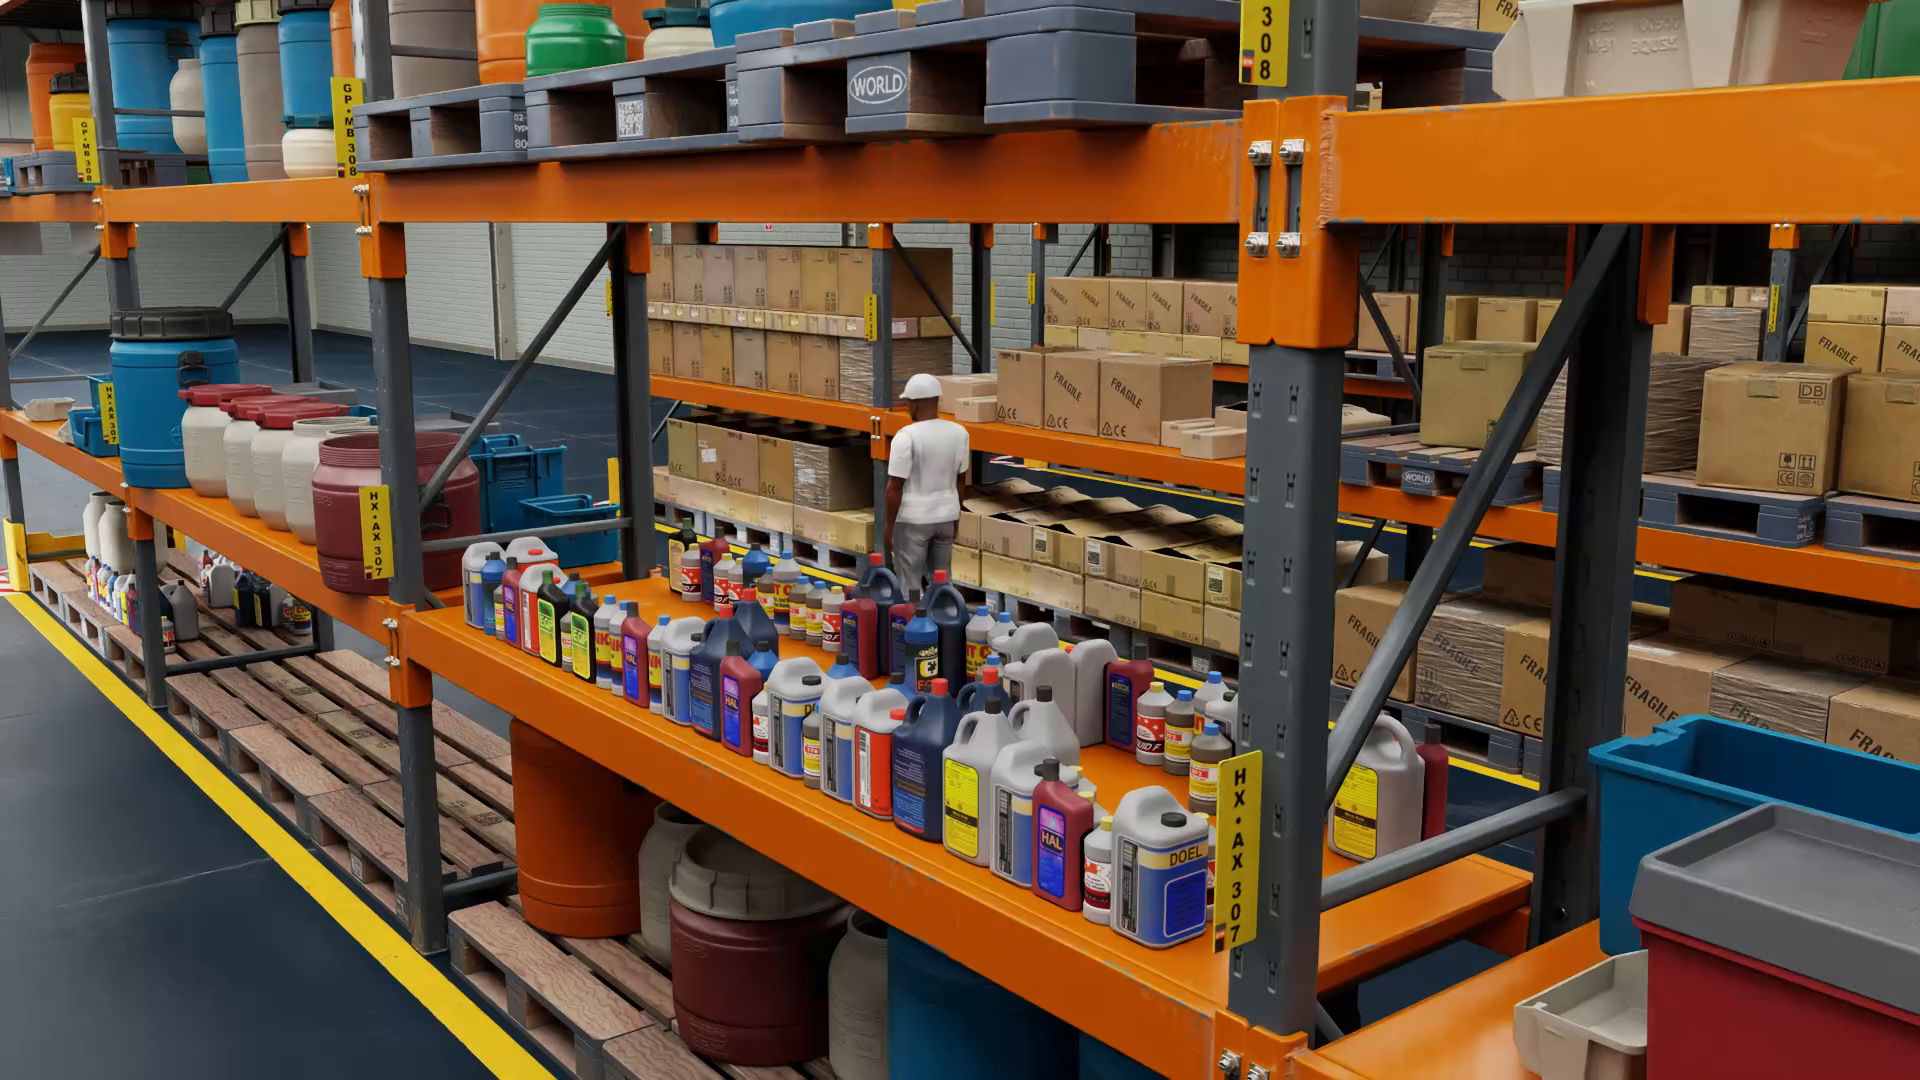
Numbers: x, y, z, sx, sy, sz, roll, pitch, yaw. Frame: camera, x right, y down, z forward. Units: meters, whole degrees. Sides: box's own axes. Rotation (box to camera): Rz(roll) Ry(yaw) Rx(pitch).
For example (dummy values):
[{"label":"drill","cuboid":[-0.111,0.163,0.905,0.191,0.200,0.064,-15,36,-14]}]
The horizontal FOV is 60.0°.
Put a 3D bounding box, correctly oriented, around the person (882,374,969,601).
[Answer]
[{"label":"person","cuboid":[-0.216,-0.116,9.976,0.566,1.763,0.364,-8,14,-37]}]
